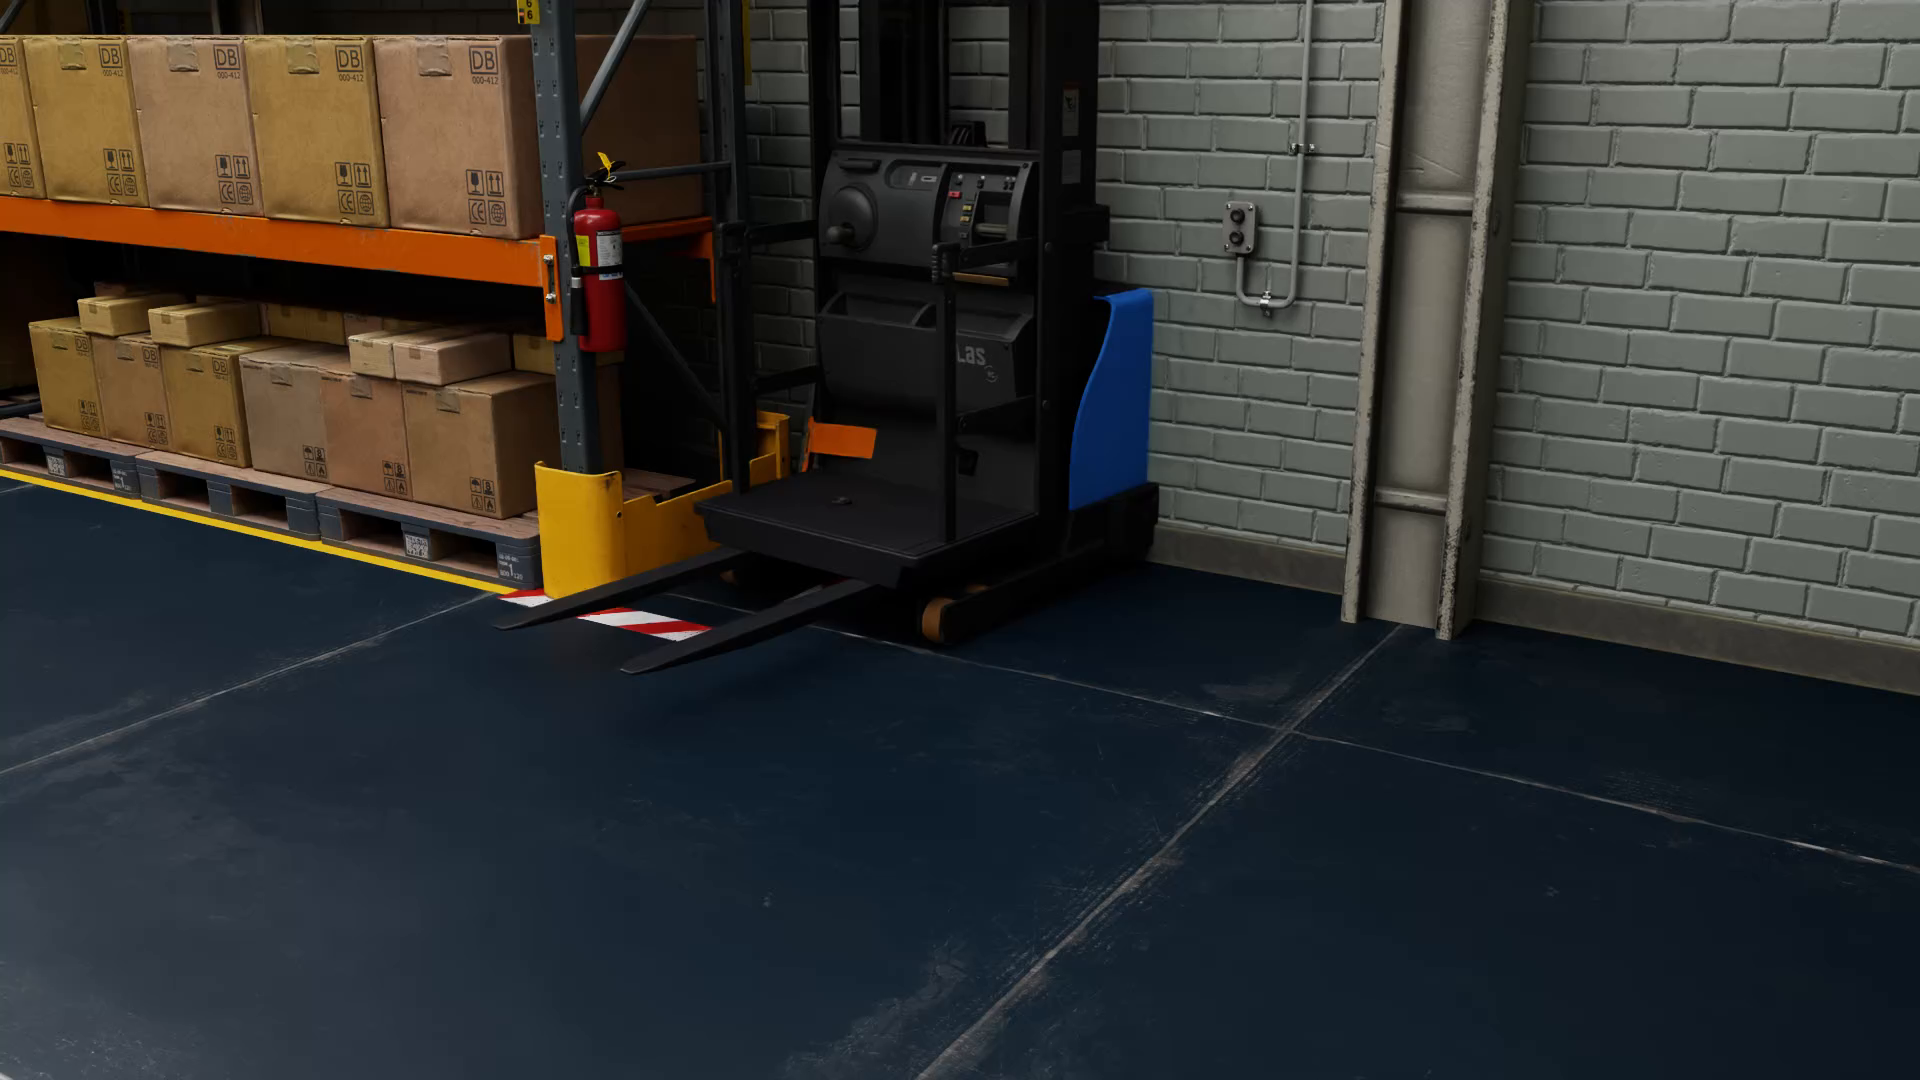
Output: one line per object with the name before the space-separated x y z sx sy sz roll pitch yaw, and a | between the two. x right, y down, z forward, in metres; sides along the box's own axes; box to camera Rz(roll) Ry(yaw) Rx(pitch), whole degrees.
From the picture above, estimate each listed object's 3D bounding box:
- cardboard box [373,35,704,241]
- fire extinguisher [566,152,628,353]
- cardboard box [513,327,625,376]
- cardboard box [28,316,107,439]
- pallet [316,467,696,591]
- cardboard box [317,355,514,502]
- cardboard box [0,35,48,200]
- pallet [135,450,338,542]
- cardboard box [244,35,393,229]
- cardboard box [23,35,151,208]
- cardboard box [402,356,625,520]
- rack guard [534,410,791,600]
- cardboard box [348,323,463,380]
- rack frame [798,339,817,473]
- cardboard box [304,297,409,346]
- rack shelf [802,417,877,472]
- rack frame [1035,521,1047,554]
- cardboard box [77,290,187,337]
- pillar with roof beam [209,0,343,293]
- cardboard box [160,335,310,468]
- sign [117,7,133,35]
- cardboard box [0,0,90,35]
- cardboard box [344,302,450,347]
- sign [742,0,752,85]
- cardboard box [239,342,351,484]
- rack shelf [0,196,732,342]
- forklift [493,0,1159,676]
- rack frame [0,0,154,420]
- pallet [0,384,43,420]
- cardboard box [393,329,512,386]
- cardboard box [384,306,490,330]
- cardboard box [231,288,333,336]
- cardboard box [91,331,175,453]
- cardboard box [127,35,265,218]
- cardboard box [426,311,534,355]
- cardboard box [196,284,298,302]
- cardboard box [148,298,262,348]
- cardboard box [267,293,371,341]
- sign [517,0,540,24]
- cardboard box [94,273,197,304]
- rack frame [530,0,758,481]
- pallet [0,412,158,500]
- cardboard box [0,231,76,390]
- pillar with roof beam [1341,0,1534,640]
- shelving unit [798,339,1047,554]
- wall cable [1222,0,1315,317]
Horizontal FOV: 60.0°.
cardboard box | -1.586 -1.571 6.375 0.700 0.700 0.980 11 20 33
fire extinguisher | -1.260 -0.999 5.785 0.183 0.674 0.296 10 20 30
cardboard box | -1.584 -0.780 6.749 0.250 0.149 0.380 10 20 30
cardboard box | -3.972 -0.826 8.019 0.500 0.500 0.700 10 20 31
pallet | -1.869 -0.120 6.913 1.213 0.211 1.003 10 20 30
cardboard box | -2.222 -0.515 6.993 0.500 0.500 0.700 10 20 30
cardboard box | -4.101 -2.017 7.846 0.700 0.700 0.980 10 20 31
pallet | -2.904 -0.306 7.525 1.213 0.211 1.003 10 20 30
cardboard box | -2.212 -1.679 6.730 0.700 0.700 0.980 10 20 30
cardboard box | -3.482 -1.905 7.476 0.700 0.700 0.980 10 19 29
cardboard box | -1.795 -0.439 6.743 0.500 0.500 0.700 10 20 30
rack guard | -1.126 -0.152 6.523 0.348 0.500 1.175 10 20 30
cardboard box | -2.218 -0.762 6.691 0.250 0.149 0.380 11 20 32
rack frame | -0.500 -0.580 6.787 0.032 1.125 0.500 7 0 20
cardboard box | -2.666 -0.972 7.382 0.250 0.149 0.380 10 20 31
rack shelf | -0.058 -0.277 6.610 1.000 0.278 0.538 7 0 20
rack frame | 0.446 -0.460 6.433 0.032 1.125 0.500 7 0 20
cardboard box | -3.775 -1.039 7.604 0.250 0.149 0.380 11 20 32
pillar with roof beam | -5.759 -3.873 4.147 0.400 9.000 9.100 10 20 30
cardboard box | -3.109 -0.670 7.505 0.500 0.500 0.700 11 20 31
sign | -4.266 -2.550 8.490 0.005 0.325 0.100 10 20 30
cardboard box | -4.811 -2.654 8.447 0.500 0.250 0.500 11 20 32
cardboard box | -2.447 -0.933 7.254 0.250 0.149 0.380 10 20 31
sign | -0.851 -1.941 6.484 0.005 0.325 0.100 10 20 30
cardboard box | -2.651 -0.591 7.244 0.500 0.500 0.700 9 19 28
rack shelf | -2.851 -1.312 7.277 4.000 0.370 1.077 10 20 30
forklift | -0.266 -1.204 5.801 1.130 2.935 3.031 13 21 37
rack frame | -4.555 -1.960 8.174 0.127 3.000 1.000 10 20 30
pallet | -5.252 -0.725 8.905 1.213 0.211 1.003 10 20 30
cardboard box | -2.000 -0.723 6.564 0.250 0.149 0.380 10 19 29
cardboard box | -2.229 -0.895 7.128 0.250 0.149 0.380 10 20 31
cardboard box | -3.101 -1.050 7.638 0.250 0.149 0.380 10 20 31
cardboard box | -3.545 -0.749 7.764 0.500 0.500 0.700 10 20 30
cardboard box | -2.857 -1.797 7.120 0.700 0.700 0.980 9 19 27
cardboard box | -2.016 -0.856 7.002 0.250 0.149 0.380 10 20 30
cardboard box | -3.316 -1.088 7.765 0.250 0.149 0.380 9 19 28
cardboard box | -3.330 -0.960 7.343 0.250 0.149 0.380 9 19 28
cardboard box | -2.881 -1.011 7.509 0.250 0.149 0.380 10 19 29
sign | -1.442 -1.887 5.533 0.005 0.325 0.100 10 20 30
cardboard box | -3.991 -1.208 8.159 0.250 0.149 0.380 10 20 30
rack frame | -1.147 -1.352 6.171 0.127 3.000 1.000 10 20 30
pallet | -3.948 -0.491 8.135 1.213 0.211 1.003 10 20 30
cardboard box | -5.177 -1.200 8.645 0.750 0.750 0.750 10 20 31
pillar with roof beam | -0.646 -2.960 1.143 0.400 9.000 9.100 10 20 30
shelving unit | -0.027 -0.520 6.610 1.048 1.125 0.538 7 0 20
wall cable | 0.439 -1.878 6.154 1.851 1.984 0.084 10 20 30
